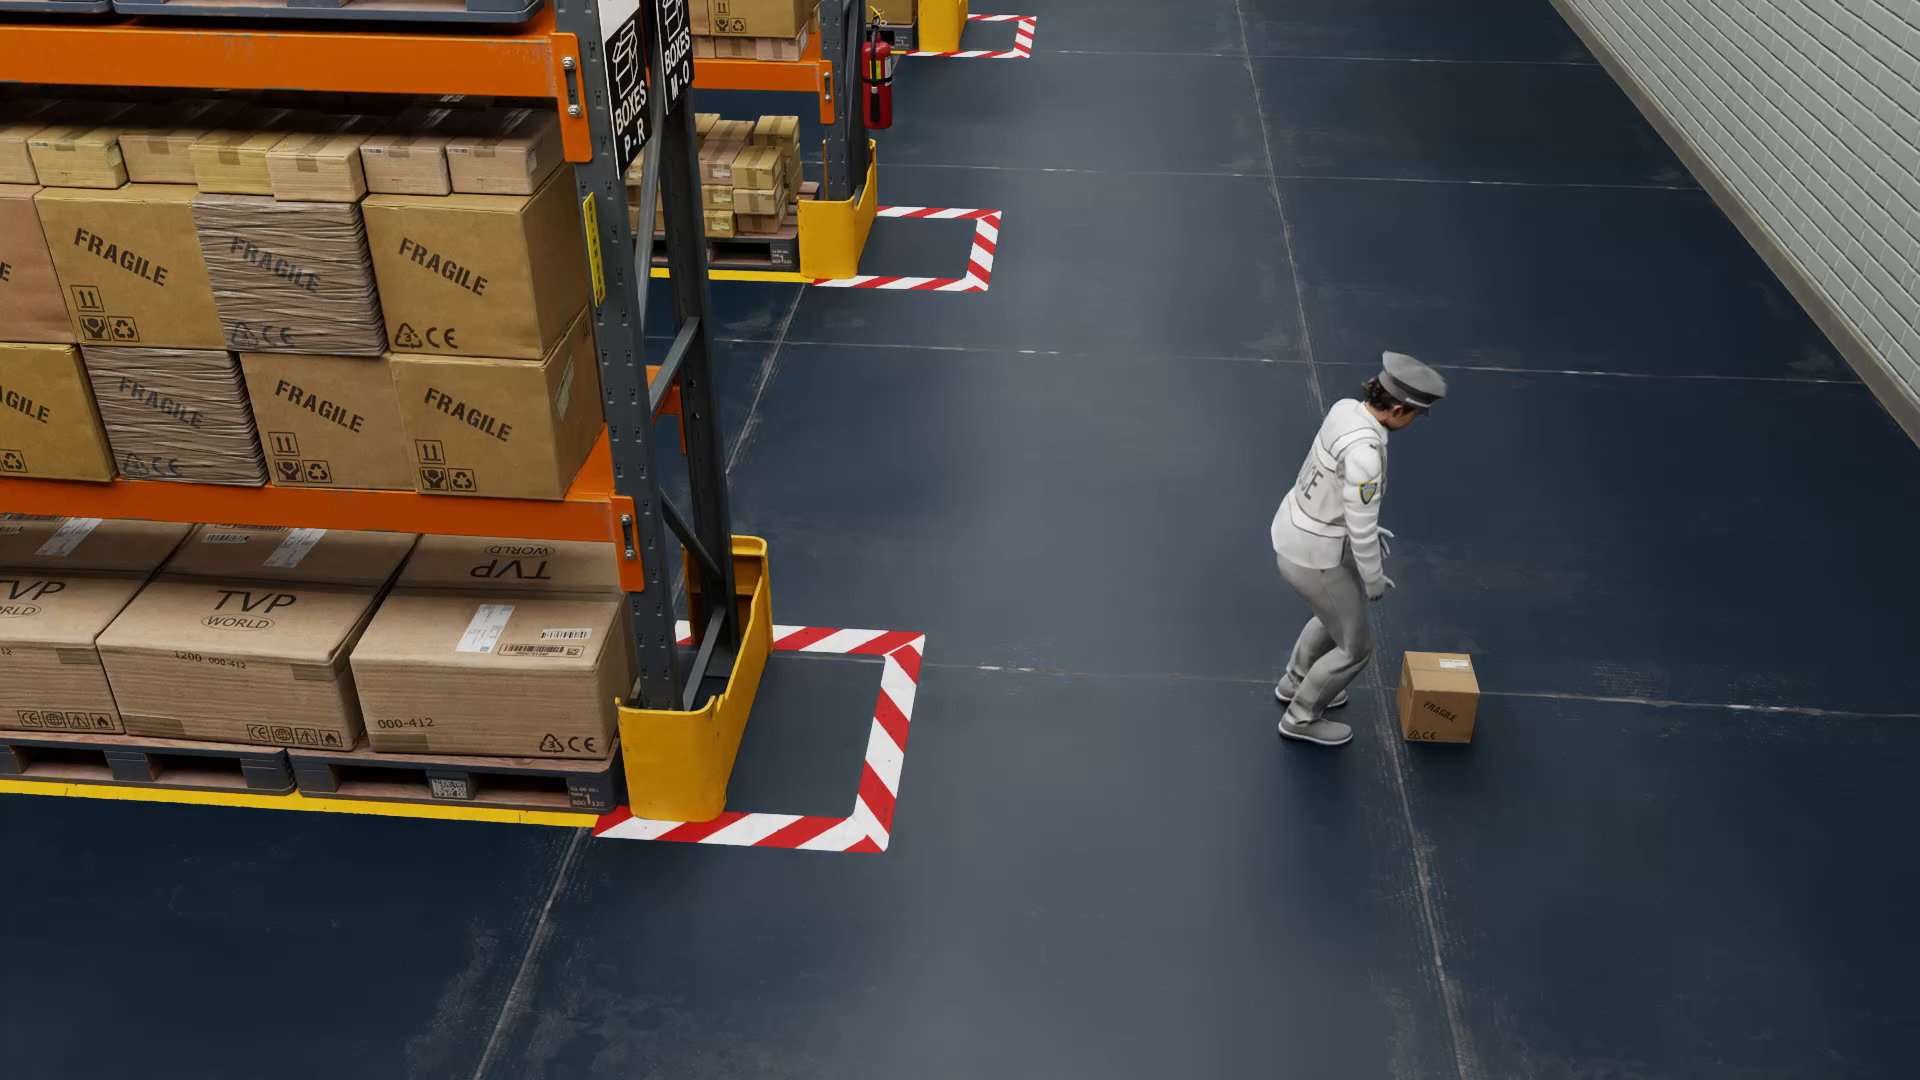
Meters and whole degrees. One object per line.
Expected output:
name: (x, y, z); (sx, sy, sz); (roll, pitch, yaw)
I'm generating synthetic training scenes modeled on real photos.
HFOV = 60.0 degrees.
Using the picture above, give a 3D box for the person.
person: (1.431, 0.031, 6.197); (0.548, 1.559, 0.520); (3, 32, 5)
